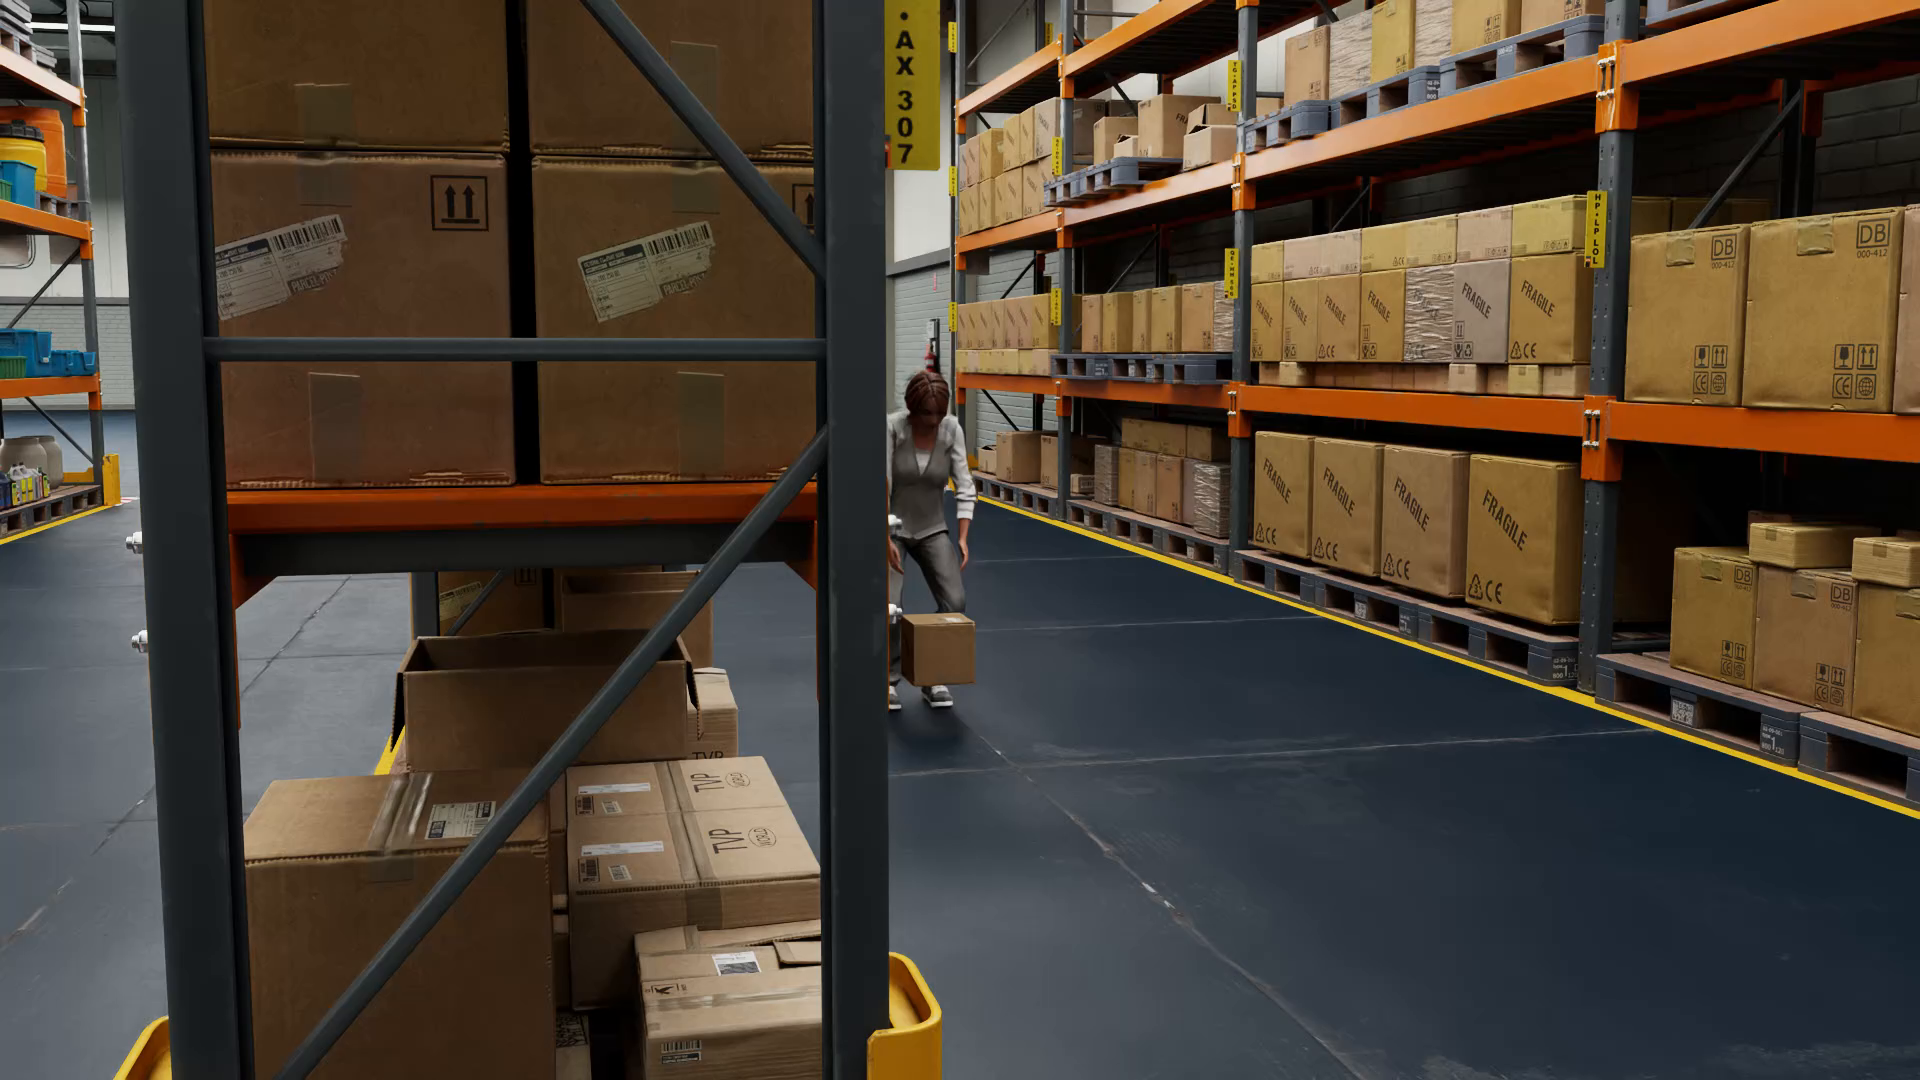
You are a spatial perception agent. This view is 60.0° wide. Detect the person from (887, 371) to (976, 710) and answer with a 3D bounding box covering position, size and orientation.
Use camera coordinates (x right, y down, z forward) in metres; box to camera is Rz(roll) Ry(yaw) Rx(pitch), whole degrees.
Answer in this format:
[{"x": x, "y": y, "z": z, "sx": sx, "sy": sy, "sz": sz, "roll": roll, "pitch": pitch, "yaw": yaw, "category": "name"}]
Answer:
[{"x": -0.168, "y": 0.010, "z": 7.100, "sx": 0.454, "sy": 1.429, "sz": 0.540, "roll": -1, "pitch": 7, "yaw": -13, "category": "person"}]
